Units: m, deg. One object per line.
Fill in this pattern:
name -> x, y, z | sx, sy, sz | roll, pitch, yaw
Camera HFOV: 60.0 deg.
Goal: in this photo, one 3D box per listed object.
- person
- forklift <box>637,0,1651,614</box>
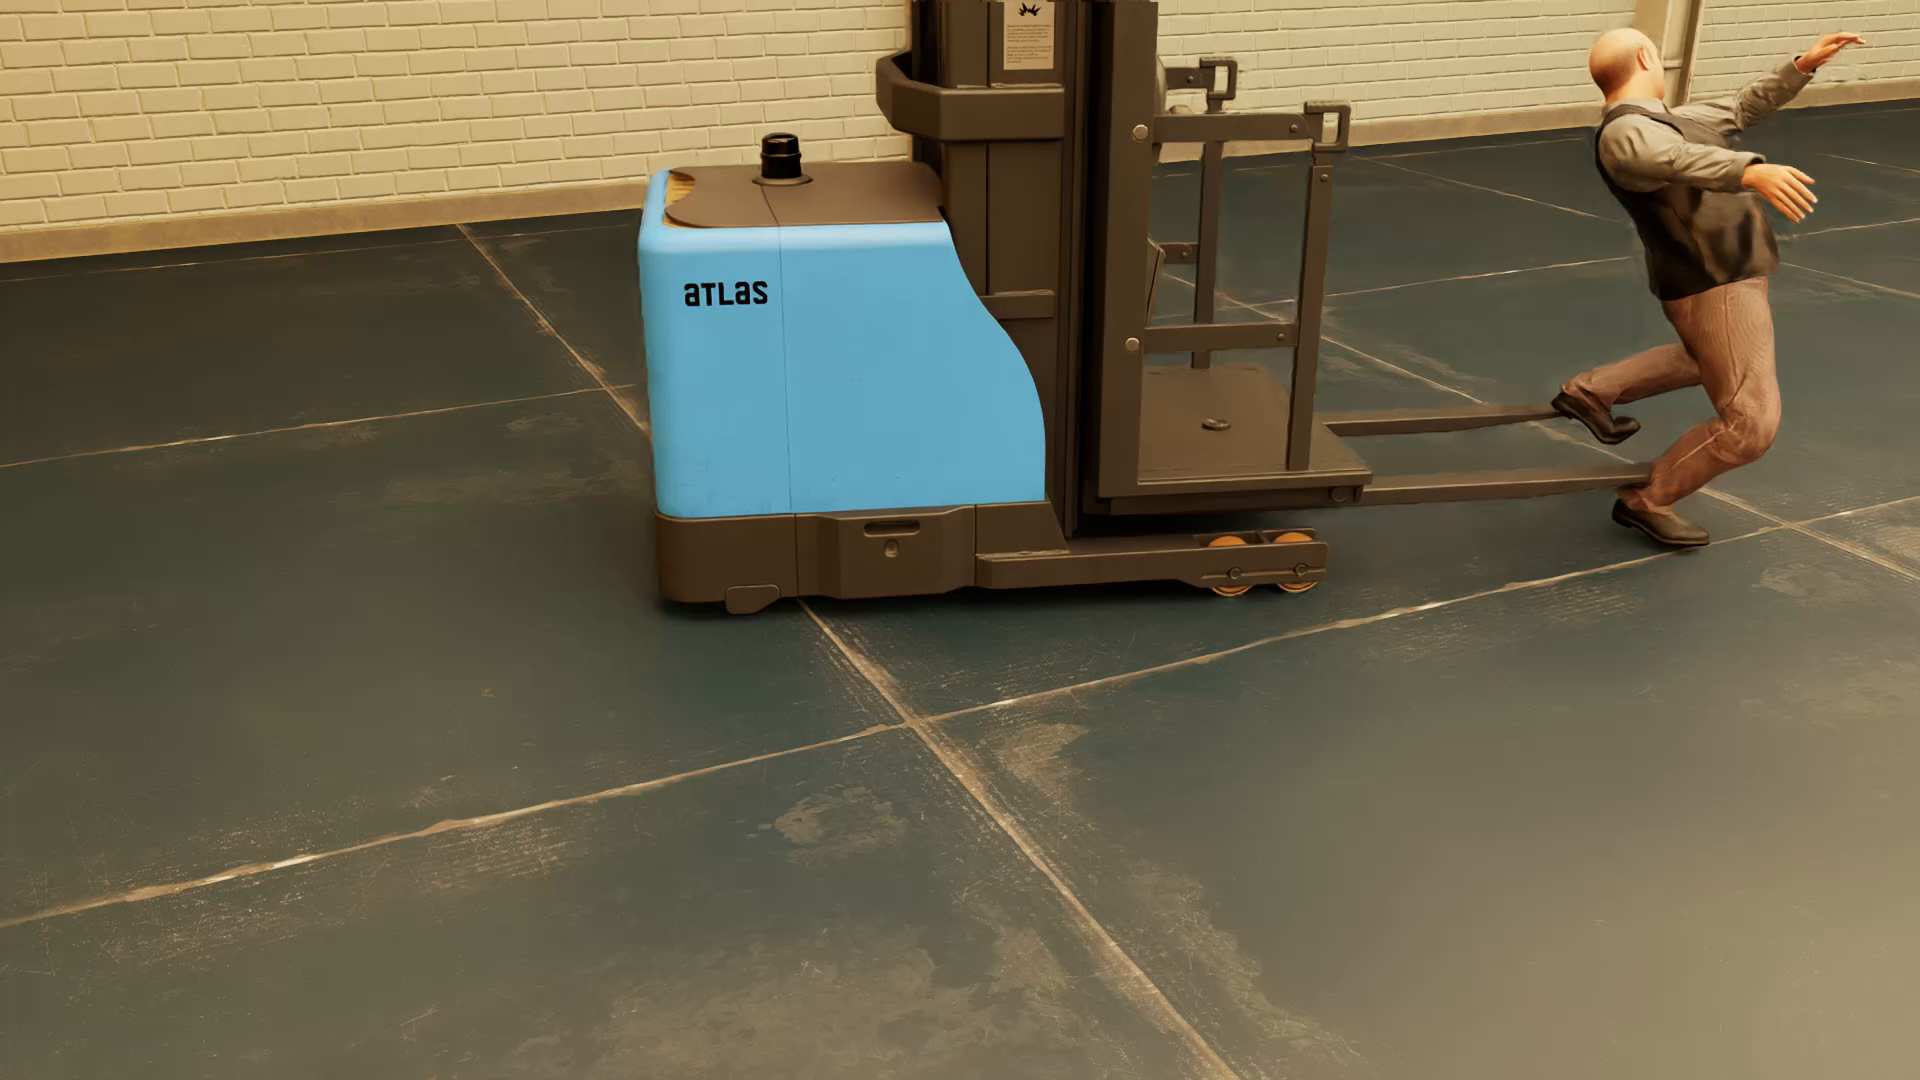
person -> 2.141, -0.705, 4.848 | 0.710, 1.469, 1.039 | 6, 23, 14
forklift -> 0.608, -1.392, 4.637 | 3.031, 2.935, 1.130 | -3, 23, -7
